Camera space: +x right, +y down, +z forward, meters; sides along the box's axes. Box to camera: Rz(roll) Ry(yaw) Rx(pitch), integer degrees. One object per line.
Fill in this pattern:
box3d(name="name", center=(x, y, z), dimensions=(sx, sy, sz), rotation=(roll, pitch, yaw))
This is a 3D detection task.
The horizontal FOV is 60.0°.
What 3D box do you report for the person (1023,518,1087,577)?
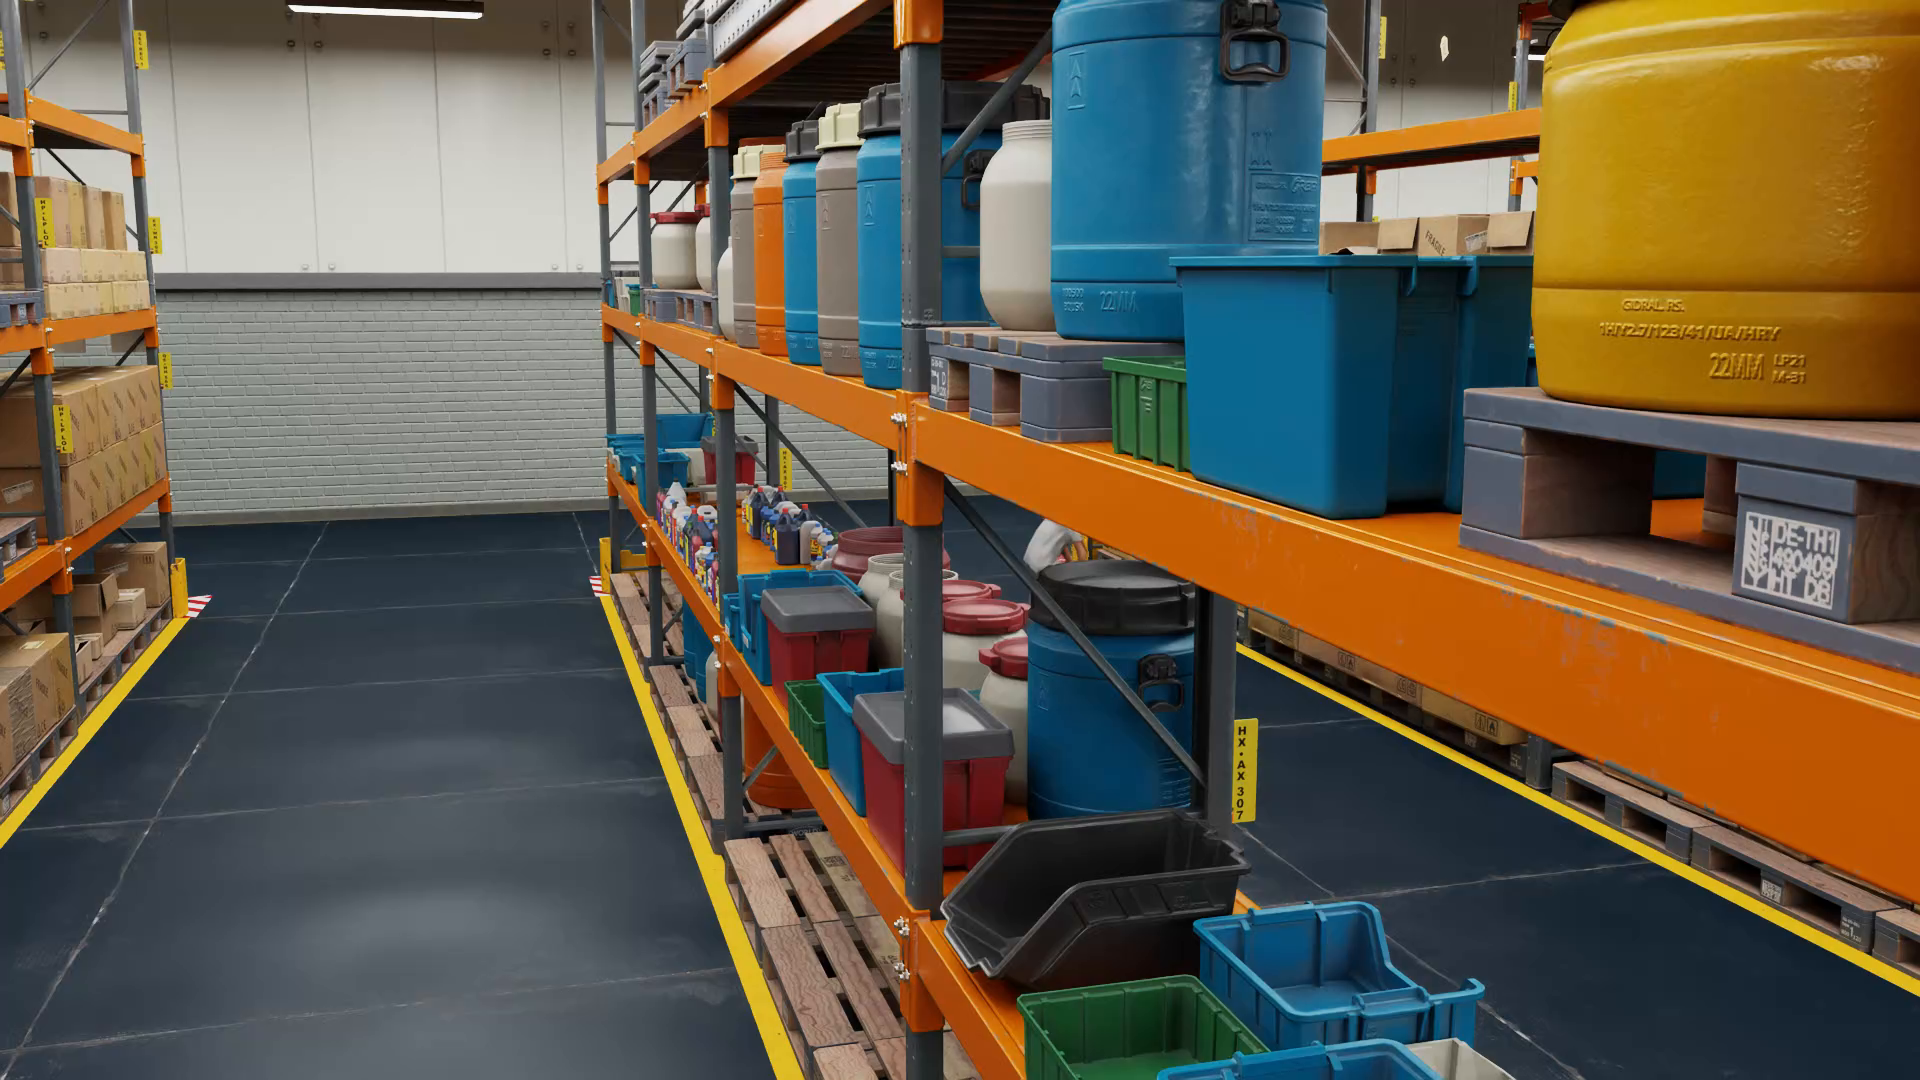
box3d(name="person", center=(0.866, 0.211, 14.169), dimensions=(0.667, 1.333, 0.491), rotation=(-3, 10, -16))
